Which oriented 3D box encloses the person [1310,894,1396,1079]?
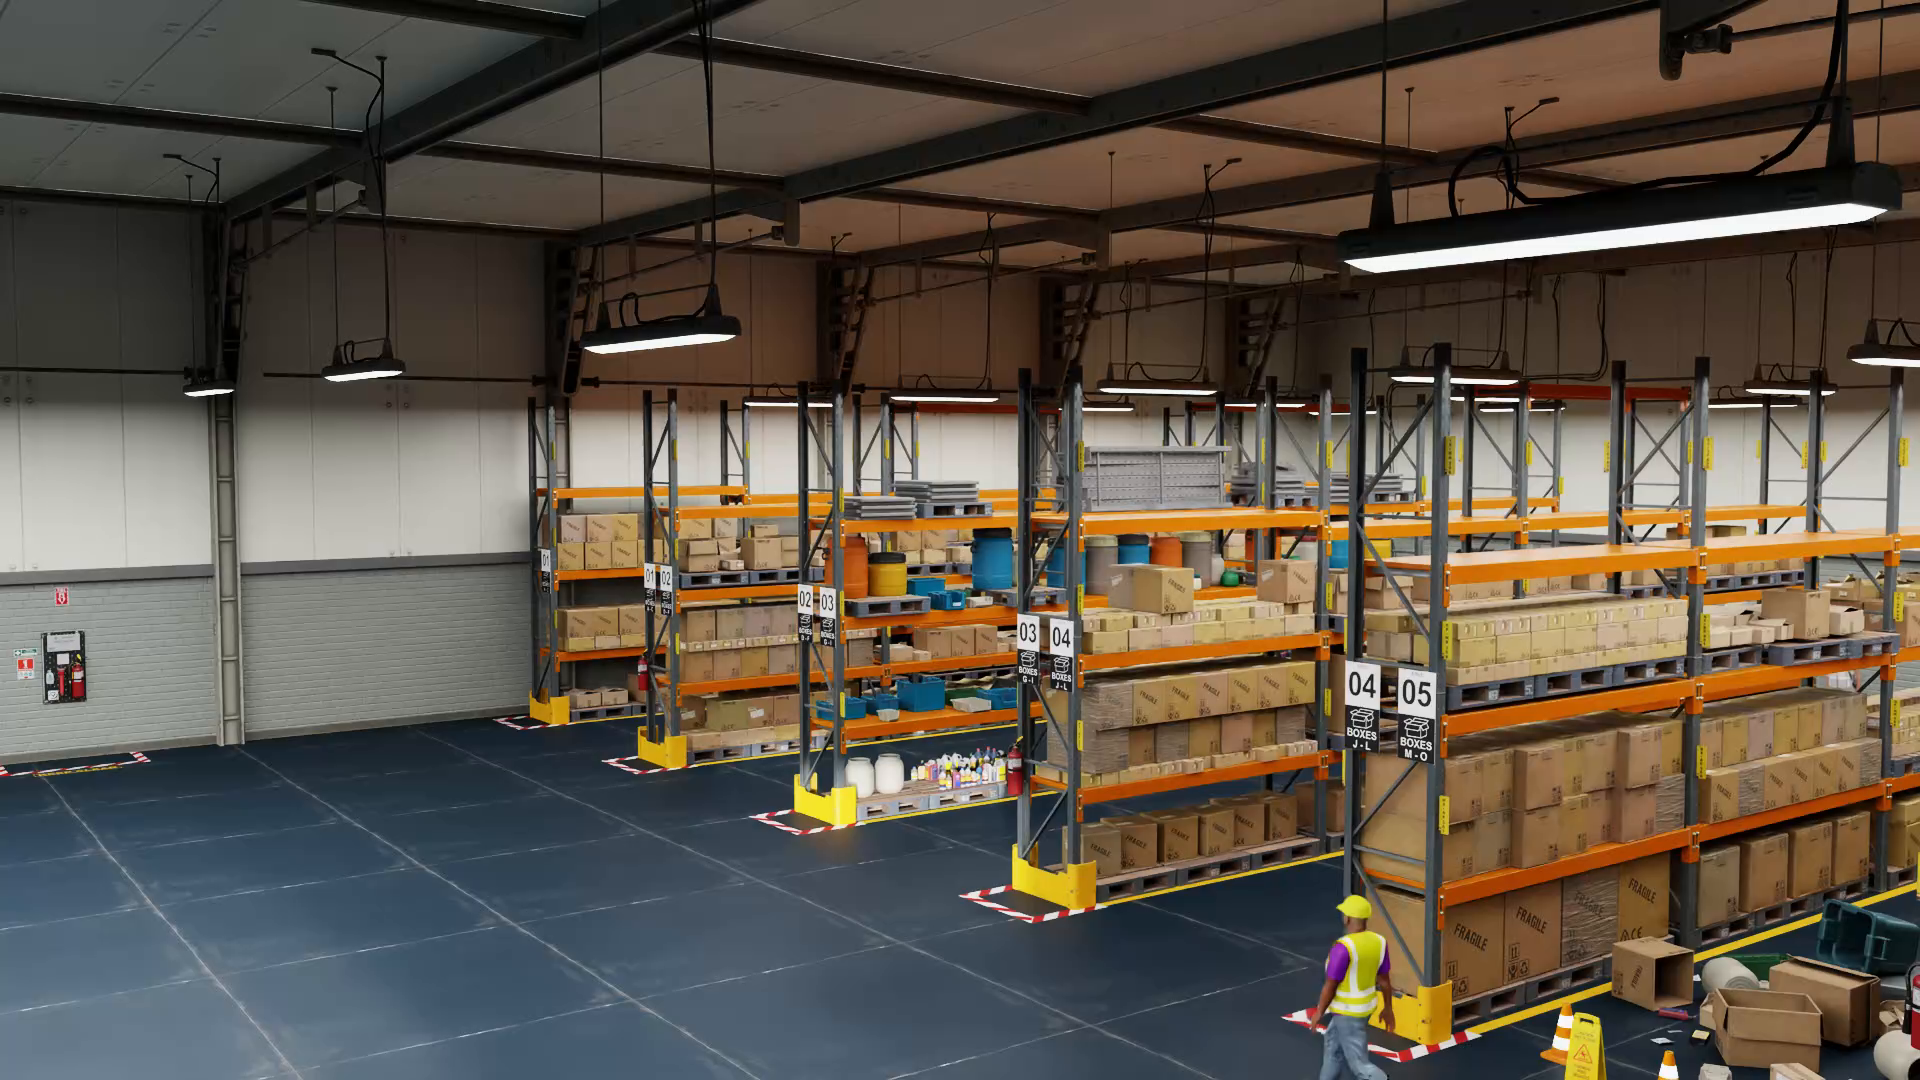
[{"bbox_3d":[2.957,3.556,12.593,1.013,1.737,0.530,2,4,34],"label":"person"}]

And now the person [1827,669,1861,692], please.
[{"bbox_3d":[15.362,2.582,28.863,0.490,1.780,0.687,-3,4,-37],"label":"person"}]
